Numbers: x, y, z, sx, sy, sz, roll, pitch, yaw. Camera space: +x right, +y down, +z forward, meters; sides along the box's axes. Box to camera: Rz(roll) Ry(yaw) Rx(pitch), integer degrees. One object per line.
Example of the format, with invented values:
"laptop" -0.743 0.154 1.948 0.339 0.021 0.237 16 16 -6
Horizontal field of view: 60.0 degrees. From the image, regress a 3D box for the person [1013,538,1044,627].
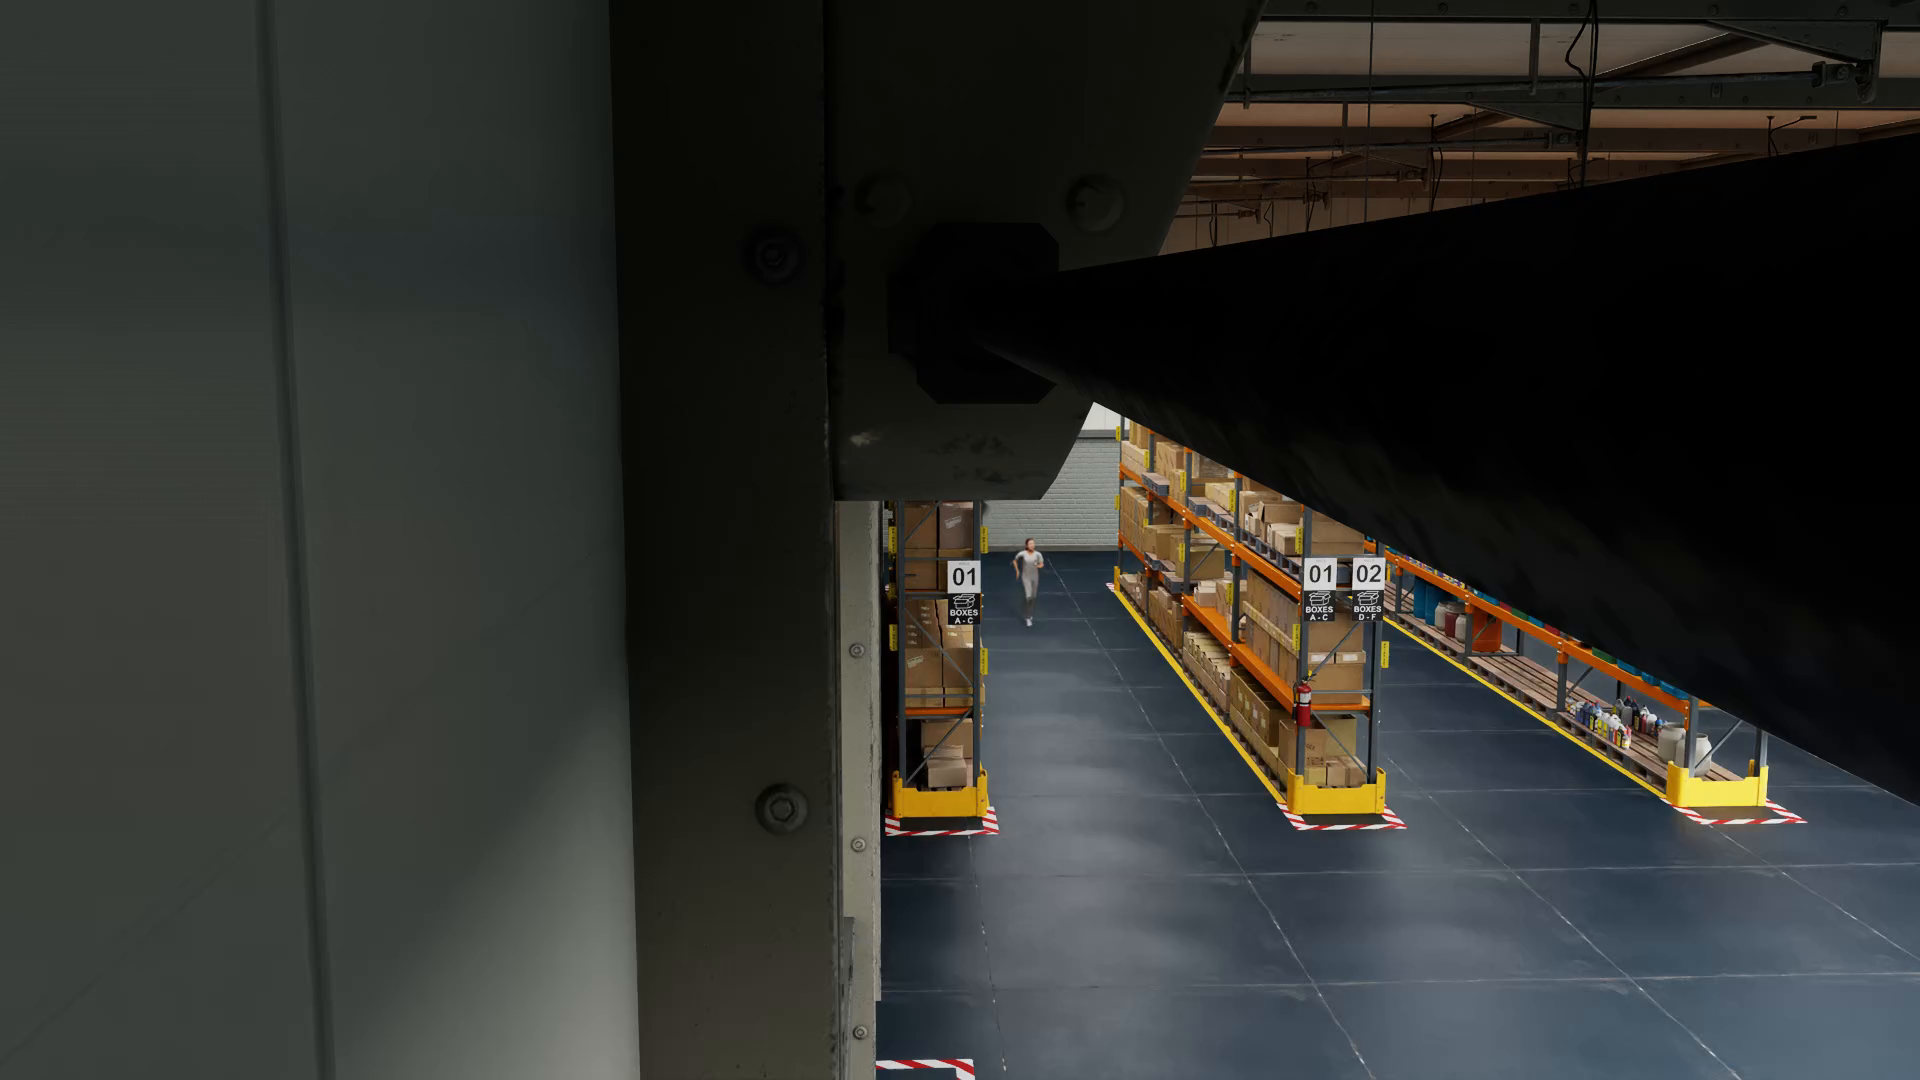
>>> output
"person" 1.362 0.807 32.665 0.535 1.726 0.765 -2 9 -16
